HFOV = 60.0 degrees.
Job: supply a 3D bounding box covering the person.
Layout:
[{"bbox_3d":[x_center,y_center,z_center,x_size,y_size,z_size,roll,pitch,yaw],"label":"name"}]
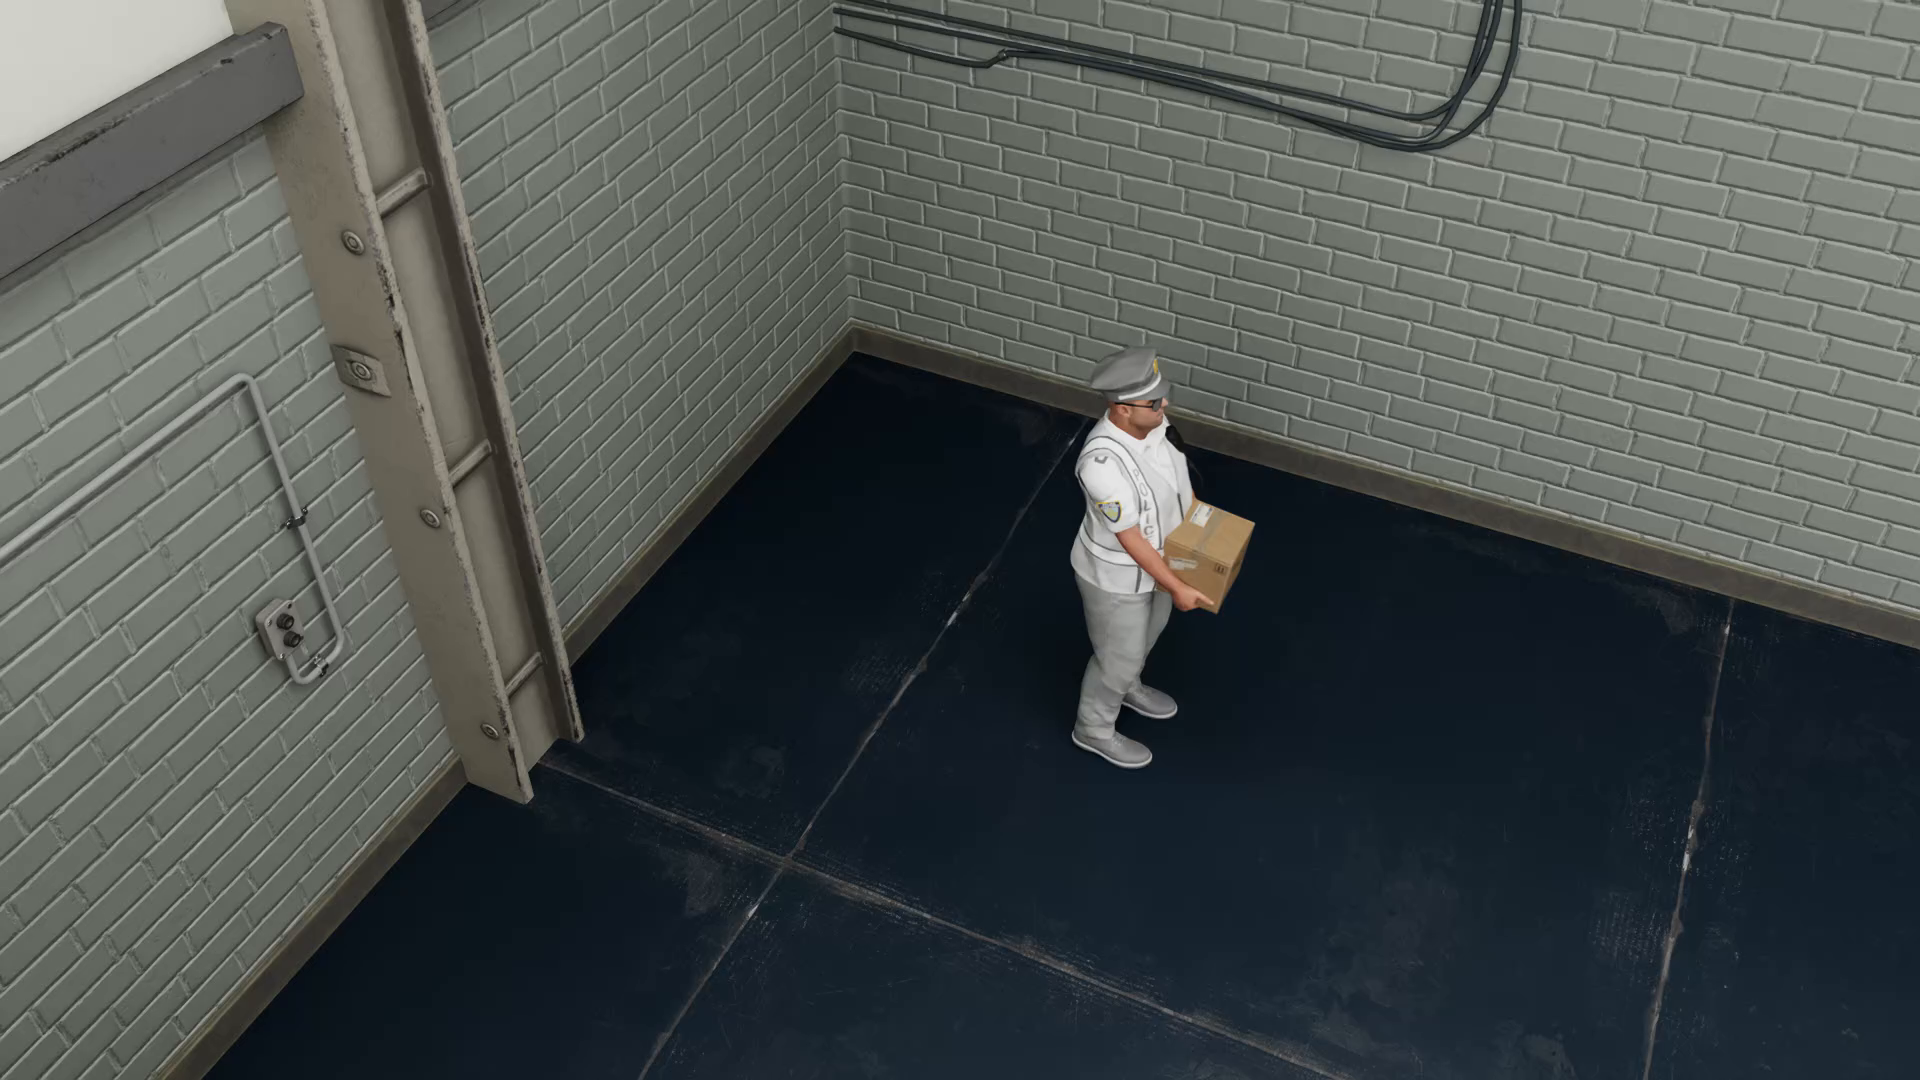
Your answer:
[{"bbox_3d":[0.700,0.089,6.047,0.563,1.763,0.494,18,45,19],"label":"person"}]
